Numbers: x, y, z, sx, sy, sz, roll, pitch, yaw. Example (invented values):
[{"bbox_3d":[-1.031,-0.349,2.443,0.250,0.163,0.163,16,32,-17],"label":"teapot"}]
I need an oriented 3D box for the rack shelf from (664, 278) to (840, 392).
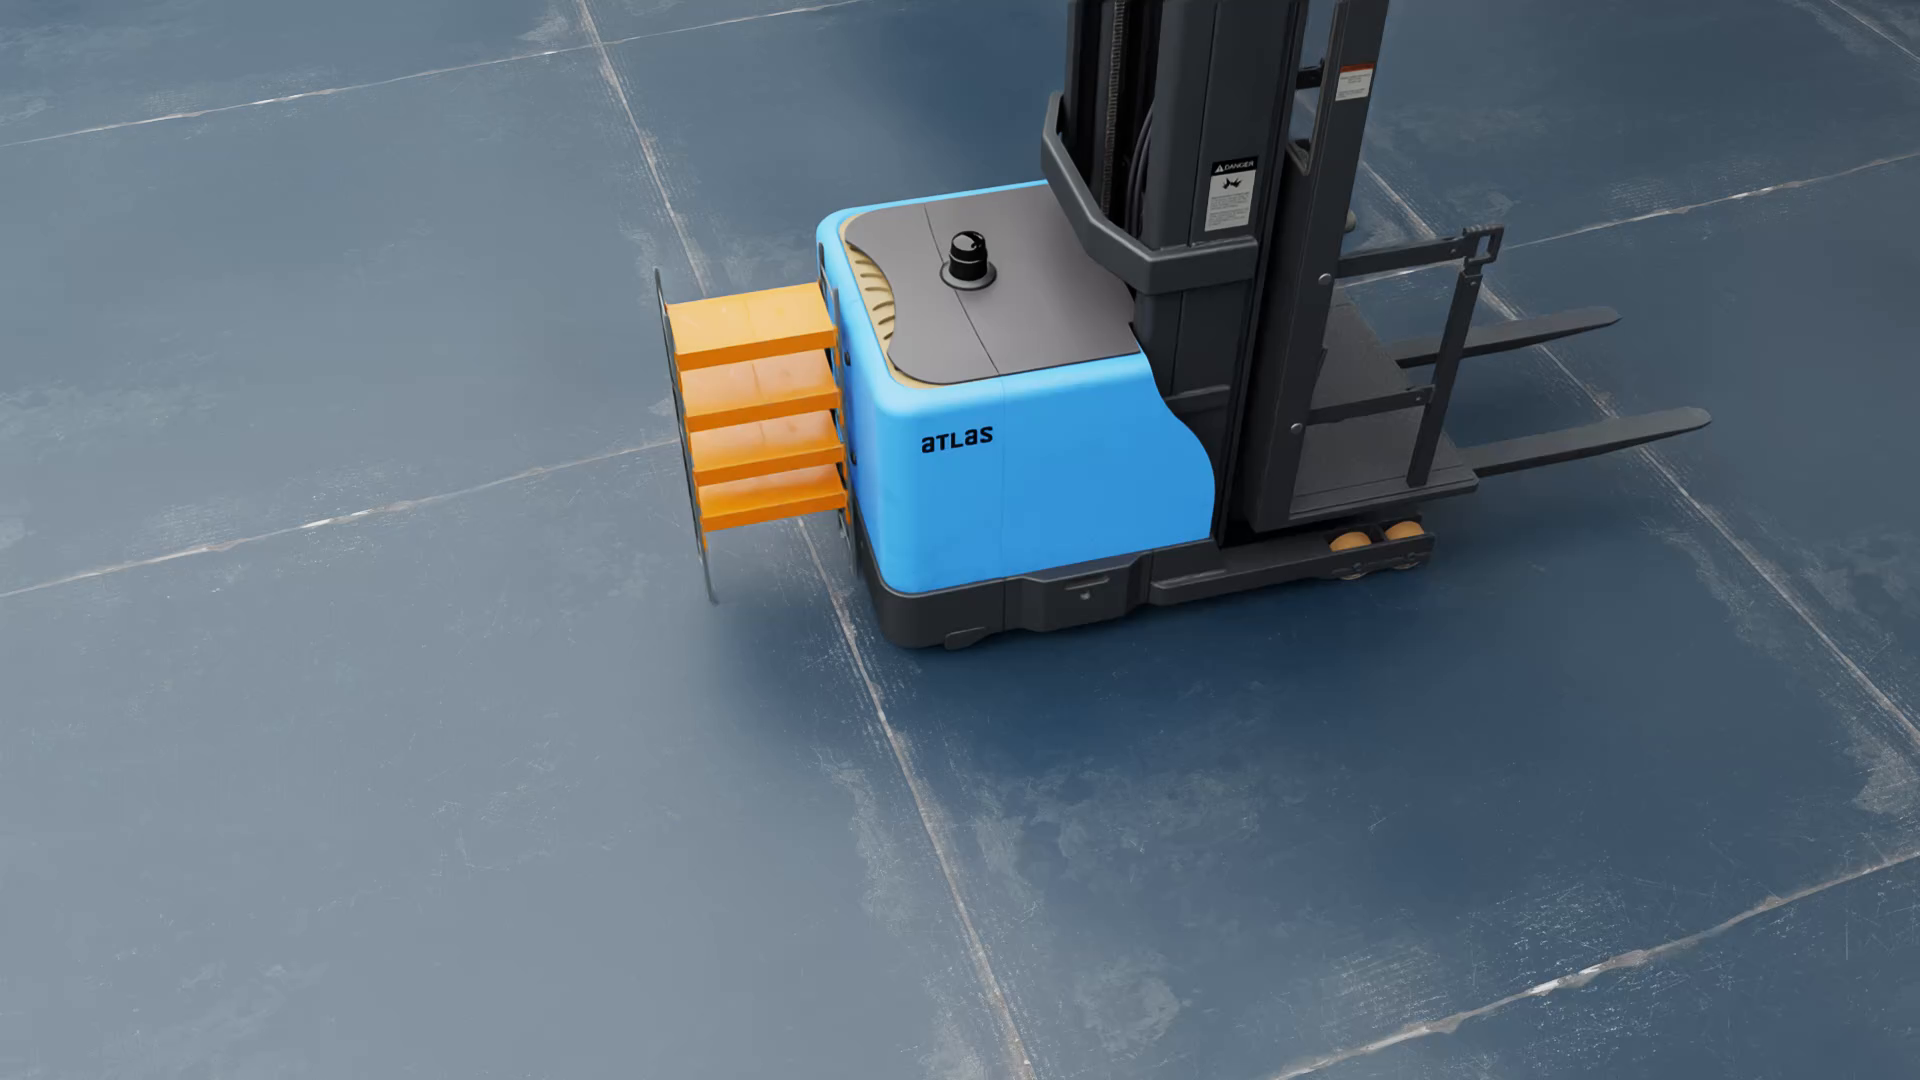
[{"bbox_3d":[-0.622,-0.613,4.959,0.480,0.148,0.258,-11,46,-10],"label":"rack shelf"}]

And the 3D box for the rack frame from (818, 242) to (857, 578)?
[{"bbox_3d":[-0.386,-0.380,5.281,0.015,1.200,0.240,-11,46,-10],"label":"rack frame"}]

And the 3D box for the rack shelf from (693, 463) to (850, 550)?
[{"bbox_3d":[-0.622,-0.148,5.425,0.480,0.148,0.258,-11,46,-10],"label":"rack shelf"}]

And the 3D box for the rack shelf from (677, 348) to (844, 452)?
[{"bbox_3d":[-0.622,-0.446,5.126,0.480,0.148,0.258,-11,46,-10],"label":"rack shelf"}]

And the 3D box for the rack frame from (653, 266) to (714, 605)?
[{"bbox_3d":[-0.858,-0.291,5.193,0.015,1.200,0.240,-11,46,-10],"label":"rack frame"}]

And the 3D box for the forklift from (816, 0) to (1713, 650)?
[{"bbox_3d":[1.105,-1.254,4.930,3.031,2.935,1.130,-11,46,-10],"label":"forklift"}]

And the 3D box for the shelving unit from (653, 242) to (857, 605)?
[{"bbox_3d":[-0.622,-0.335,5.237,0.503,1.200,0.258,-11,46,-10],"label":"shelving unit"}]

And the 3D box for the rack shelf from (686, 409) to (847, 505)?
[{"bbox_3d":[-0.622,-0.288,5.285,0.480,0.148,0.258,-11,46,-10],"label":"rack shelf"}]
